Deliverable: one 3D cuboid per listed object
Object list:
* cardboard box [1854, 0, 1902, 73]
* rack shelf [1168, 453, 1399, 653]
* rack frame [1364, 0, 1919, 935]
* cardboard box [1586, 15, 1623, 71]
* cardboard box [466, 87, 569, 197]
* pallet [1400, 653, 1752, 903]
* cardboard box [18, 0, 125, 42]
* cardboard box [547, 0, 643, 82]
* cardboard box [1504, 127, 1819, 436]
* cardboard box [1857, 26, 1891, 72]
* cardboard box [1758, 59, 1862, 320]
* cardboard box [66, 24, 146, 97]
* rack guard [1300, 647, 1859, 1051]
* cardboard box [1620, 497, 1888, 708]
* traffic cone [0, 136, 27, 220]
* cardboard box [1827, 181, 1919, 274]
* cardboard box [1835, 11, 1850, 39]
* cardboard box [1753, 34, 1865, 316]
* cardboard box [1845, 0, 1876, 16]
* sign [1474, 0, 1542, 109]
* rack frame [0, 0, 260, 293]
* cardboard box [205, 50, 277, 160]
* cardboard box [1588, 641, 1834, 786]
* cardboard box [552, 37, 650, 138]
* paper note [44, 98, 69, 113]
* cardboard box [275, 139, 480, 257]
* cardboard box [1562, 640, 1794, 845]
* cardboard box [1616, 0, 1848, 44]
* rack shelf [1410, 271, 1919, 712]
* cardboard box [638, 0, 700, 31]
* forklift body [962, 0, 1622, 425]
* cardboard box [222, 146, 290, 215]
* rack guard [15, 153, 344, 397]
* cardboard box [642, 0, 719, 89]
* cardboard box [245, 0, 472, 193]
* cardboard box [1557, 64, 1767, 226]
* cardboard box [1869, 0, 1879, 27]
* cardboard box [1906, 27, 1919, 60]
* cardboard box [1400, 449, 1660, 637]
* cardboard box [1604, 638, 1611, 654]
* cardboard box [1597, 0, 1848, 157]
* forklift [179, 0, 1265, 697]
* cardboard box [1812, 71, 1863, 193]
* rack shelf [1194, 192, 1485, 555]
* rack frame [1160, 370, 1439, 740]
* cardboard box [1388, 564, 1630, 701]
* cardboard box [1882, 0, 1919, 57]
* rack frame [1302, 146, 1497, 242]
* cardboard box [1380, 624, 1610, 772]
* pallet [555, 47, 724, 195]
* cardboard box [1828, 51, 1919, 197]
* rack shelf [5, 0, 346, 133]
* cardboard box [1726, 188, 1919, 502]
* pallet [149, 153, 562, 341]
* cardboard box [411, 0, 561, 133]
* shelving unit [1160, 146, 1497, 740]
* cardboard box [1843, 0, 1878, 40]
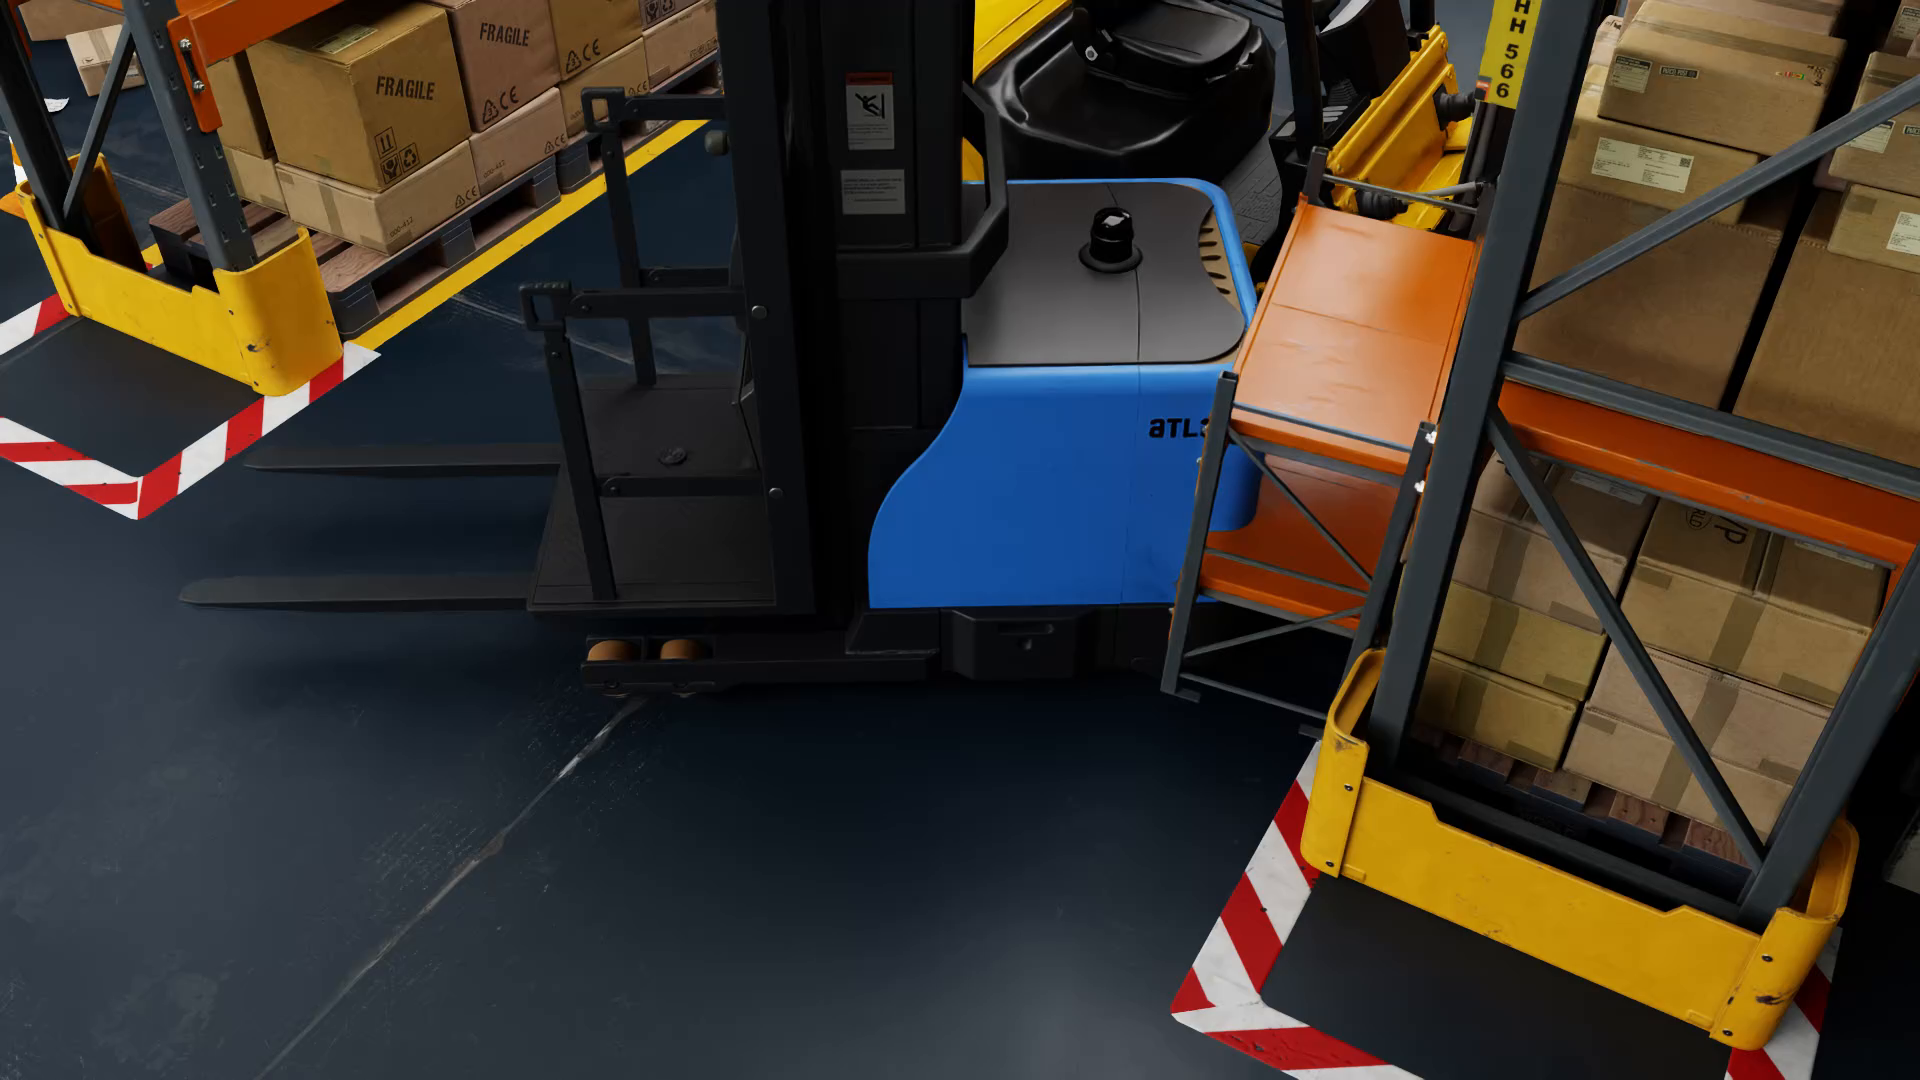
[{"bbox_3d":[2.444,-1.043,4.090,0.500,0.500,0.500,20,45,22],"label":"cardboard box"},{"bbox_3d":[0.978,-0.084,4.654,0.538,0.278,1.000,16,47,13],"label":"rack shelf"},{"bbox_3d":[1.466,-0.220,3.230,1.000,3.000,0.127,21,45,22],"label":"rack frame"},{"bbox_3d":[1.499,-0.948,3.490,0.380,0.149,0.250,22,46,23],"label":"cardboard box"},{"bbox_3d":[-1.928,-1.644,6.610,0.500,0.250,0.500,23,46,24],"label":"cardboard box"},{"bbox_3d":[1.812,0.375,4.664,1.003,0.211,1.213,21,45,22],"label":"pallet"},{"bbox_3d":[-4.146,-2.765,8.008,0.797,0.503,0.637,-7,42,-7],"label":"cardboard box"},{"bbox_3d":[-1.663,-2.235,6.714,0.500,0.500,0.500,22,46,23],"label":"cardboard box"},{"bbox_3d":[1.485,-0.626,3.615,0.500,0.500,0.500,20,45,21],"label":"cardboard box"},{"bbox_3d":[2.061,-0.914,3.452,0.380,0.149,0.250,20,45,21],"label":"cardboard box"},{"bbox_3d":[2.196,-0.754,3.761,0.500,0.500,0.500,22,46,23],"label":"cardboard box"},{"bbox_3d":[-3.927,-2.207,7.643,0.250,0.149,0.380,-21,45,-22],"label":"cardboard box"},{"bbox_3d":[1.454,0.732,4.040,1.175,0.500,0.348,21,45,22],"label":"rack guard"},{"bbox_3d":[1.870,0.067,3.910,0.500,0.250,0.500,20,45,21],"label":"cardboard box"},{"bbox_3d":[-3.735,-1.580,6.694,0.336,0.463,0.334,21,45,22],"label":"traffic cone"},{"bbox_3d":[1.860,-0.609,3.105,0.380,0.149,0.250,20,45,21],"label":"cardboard box"},{"bbox_3d":[1.816,-1.214,3.792,0.380,0.149,0.250,21,45,22],"label":"cardboard box"},{"bbox_3d":[1.753,-0.919,3.949,0.500,0.500,0.500,22,46,23],"label":"cardboard box"},{"bbox_3d":[1.856,-1.315,3.682,0.380,0.149,0.250,21,46,22],"label":"cardboard box"},{"bbox_3d":[1.003,-0.930,2.982,0.100,0.325,0.005,21,45,22],"label":"sign"},{"bbox_3d":[-2.833,-1.859,5.091,1.000,3.000,0.127,21,45,22],"label":"rack frame"},{"bbox_3d":[-2.658,-1.811,6.232,0.500,0.500,0.500,21,46,22],"label":"cardboard box"},{"bbox_3d":[1.881,0.267,4.062,0.500,0.250,0.500,22,46,23],"label":"cardboard box"},{"bbox_3d":[-1.666,-1.961,6.970,0.500,0.250,0.500,24,47,25],"label":"cardboard box"},{"bbox_3d":[-4.084,-1.944,7.434,0.148,0.019,0.142,7,42,8],"label":"paper note"},{"bbox_3d":[-2.190,-1.355,6.282,0.500,0.250,0.500,21,45,22],"label":"cardboard box"},{"bbox_3d":[1.881,0.438,4.245,0.500,0.250,0.500,21,46,22],"label":"cardboard box"},{"bbox_3d":[1.559,-1.038,3.368,0.380,0.149,0.250,21,46,22],"label":"cardboard box"},{"bbox_3d":[2.467,-1.094,4.767,1.077,0.370,4.000,21,45,22],"label":"rack shelf"},{"bbox_3d":[-1.403,-2.544,7.064,0.500,0.500,0.500,23,46,24],"label":"cardboard box"},{"bbox_3d":[0.835,-1.589,5.427,2.313,2.155,1.214,21,45,22],"label":"forklift body"},{"bbox_3d":[-2.650,-1.550,6.503,0.500,0.250,0.500,21,45,22],"label":"cardboard box"},{"bbox_3d":[-2.795,-0.964,5.967,1.175,0.500,0.348,21,45,22],"label":"rack guard"},{"bbox_3d":[-1.411,-2.249,7.297,0.500,0.250,0.500,22,46,23],"label":"cardboard box"},{"bbox_3d":[-2.179,-1.650,6.049,0.500,0.500,0.500,19,45,21],"label":"cardboard box"},{"bbox_3d":[1.397,-0.792,3.313,0.380,0.149,0.250,22,46,23],"label":"cardboard box"},{"bbox_3d":[2.521,-1.785,4.931,0.500,0.500,0.500,20,45,22],"label":"cardboard box"},{"bbox_3d":[2.006,-0.865,3.171,0.380,0.149,0.250,22,46,23],"label":"cardboard box"},{"bbox_3d":[1.426,-0.087,4.086,0.500,0.250,0.500,22,46,23],"label":"cardboard box"},{"bbox_3d":[1.685,0.000,4.743,0.500,0.250,0.500,21,45,22],"label":"cardboard box"},{"bbox_3d":[1.463,-0.887,3.196,0.380,0.149,0.250,21,46,22],"label":"cardboard box"},{"bbox_3d":[-0.714,-1.009,4.178,3.031,2.935,1.130,-1,41,-1],"label":"forklift"},{"bbox_3d":[1.929,-0.771,3.290,0.380,0.149,0.250,21,45,22],"label":"cardboard box"},{"bbox_3d":[0.995,-0.460,4.270,0.538,0.278,1.000,16,47,13],"label":"rack shelf"},{"bbox_3d":[0.808,0.081,4.142,0.500,1.125,0.032,16,47,13],"label":"rack frame"},{"bbox_3d":[1.439,0.085,4.268,0.500,0.250,0.500,20,45,22],"label":"cardboard box"},{"bbox_3d":[2.099,-1.028,3.356,0.380,0.149,0.250,22,46,23],"label":"cardboard box"},{"bbox_3d":[1.163,-0.592,4.817,0.500,1.125,0.032,16,47,13],"label":"rack frame"},{"bbox_3d":[1.428,0.281,4.424,0.500,0.250,0.500,21,46,22],"label":"cardboard box"},{"bbox_3d":[-1.747,-2.005,7.367,1.003,0.211,1.213,21,45,22],"label":"pallet"},{"bbox_3d":[1.819,-0.734,3.022,0.380,0.149,0.250,20,45,21],"label":"cardboard box"},{"bbox_3d":[-1.833,-2.733,6.629,1.077,0.370,4.000,21,45,22],"label":"rack shelf"},{"bbox_3d":[1.954,-0.449,3.414,0.500,0.500,0.500,22,46,23],"label":"cardboard box"},{"bbox_3d":[-2.358,-1.309,6.577,1.003,0.211,1.213,21,45,22],"label":"pallet"},{"bbox_3d":[-1.921,-1.951,6.391,0.500,0.500,0.500,19,45,21],"label":"cardboard box"},{"bbox_3d":[0.986,-0.255,4.479,0.538,1.125,1.048,16,47,13],"label":"shelving unit"},{"bbox_3d":[2.009,-1.213,4.282,0.500,0.500,0.500,20,45,21],"label":"cardboard box"}]
